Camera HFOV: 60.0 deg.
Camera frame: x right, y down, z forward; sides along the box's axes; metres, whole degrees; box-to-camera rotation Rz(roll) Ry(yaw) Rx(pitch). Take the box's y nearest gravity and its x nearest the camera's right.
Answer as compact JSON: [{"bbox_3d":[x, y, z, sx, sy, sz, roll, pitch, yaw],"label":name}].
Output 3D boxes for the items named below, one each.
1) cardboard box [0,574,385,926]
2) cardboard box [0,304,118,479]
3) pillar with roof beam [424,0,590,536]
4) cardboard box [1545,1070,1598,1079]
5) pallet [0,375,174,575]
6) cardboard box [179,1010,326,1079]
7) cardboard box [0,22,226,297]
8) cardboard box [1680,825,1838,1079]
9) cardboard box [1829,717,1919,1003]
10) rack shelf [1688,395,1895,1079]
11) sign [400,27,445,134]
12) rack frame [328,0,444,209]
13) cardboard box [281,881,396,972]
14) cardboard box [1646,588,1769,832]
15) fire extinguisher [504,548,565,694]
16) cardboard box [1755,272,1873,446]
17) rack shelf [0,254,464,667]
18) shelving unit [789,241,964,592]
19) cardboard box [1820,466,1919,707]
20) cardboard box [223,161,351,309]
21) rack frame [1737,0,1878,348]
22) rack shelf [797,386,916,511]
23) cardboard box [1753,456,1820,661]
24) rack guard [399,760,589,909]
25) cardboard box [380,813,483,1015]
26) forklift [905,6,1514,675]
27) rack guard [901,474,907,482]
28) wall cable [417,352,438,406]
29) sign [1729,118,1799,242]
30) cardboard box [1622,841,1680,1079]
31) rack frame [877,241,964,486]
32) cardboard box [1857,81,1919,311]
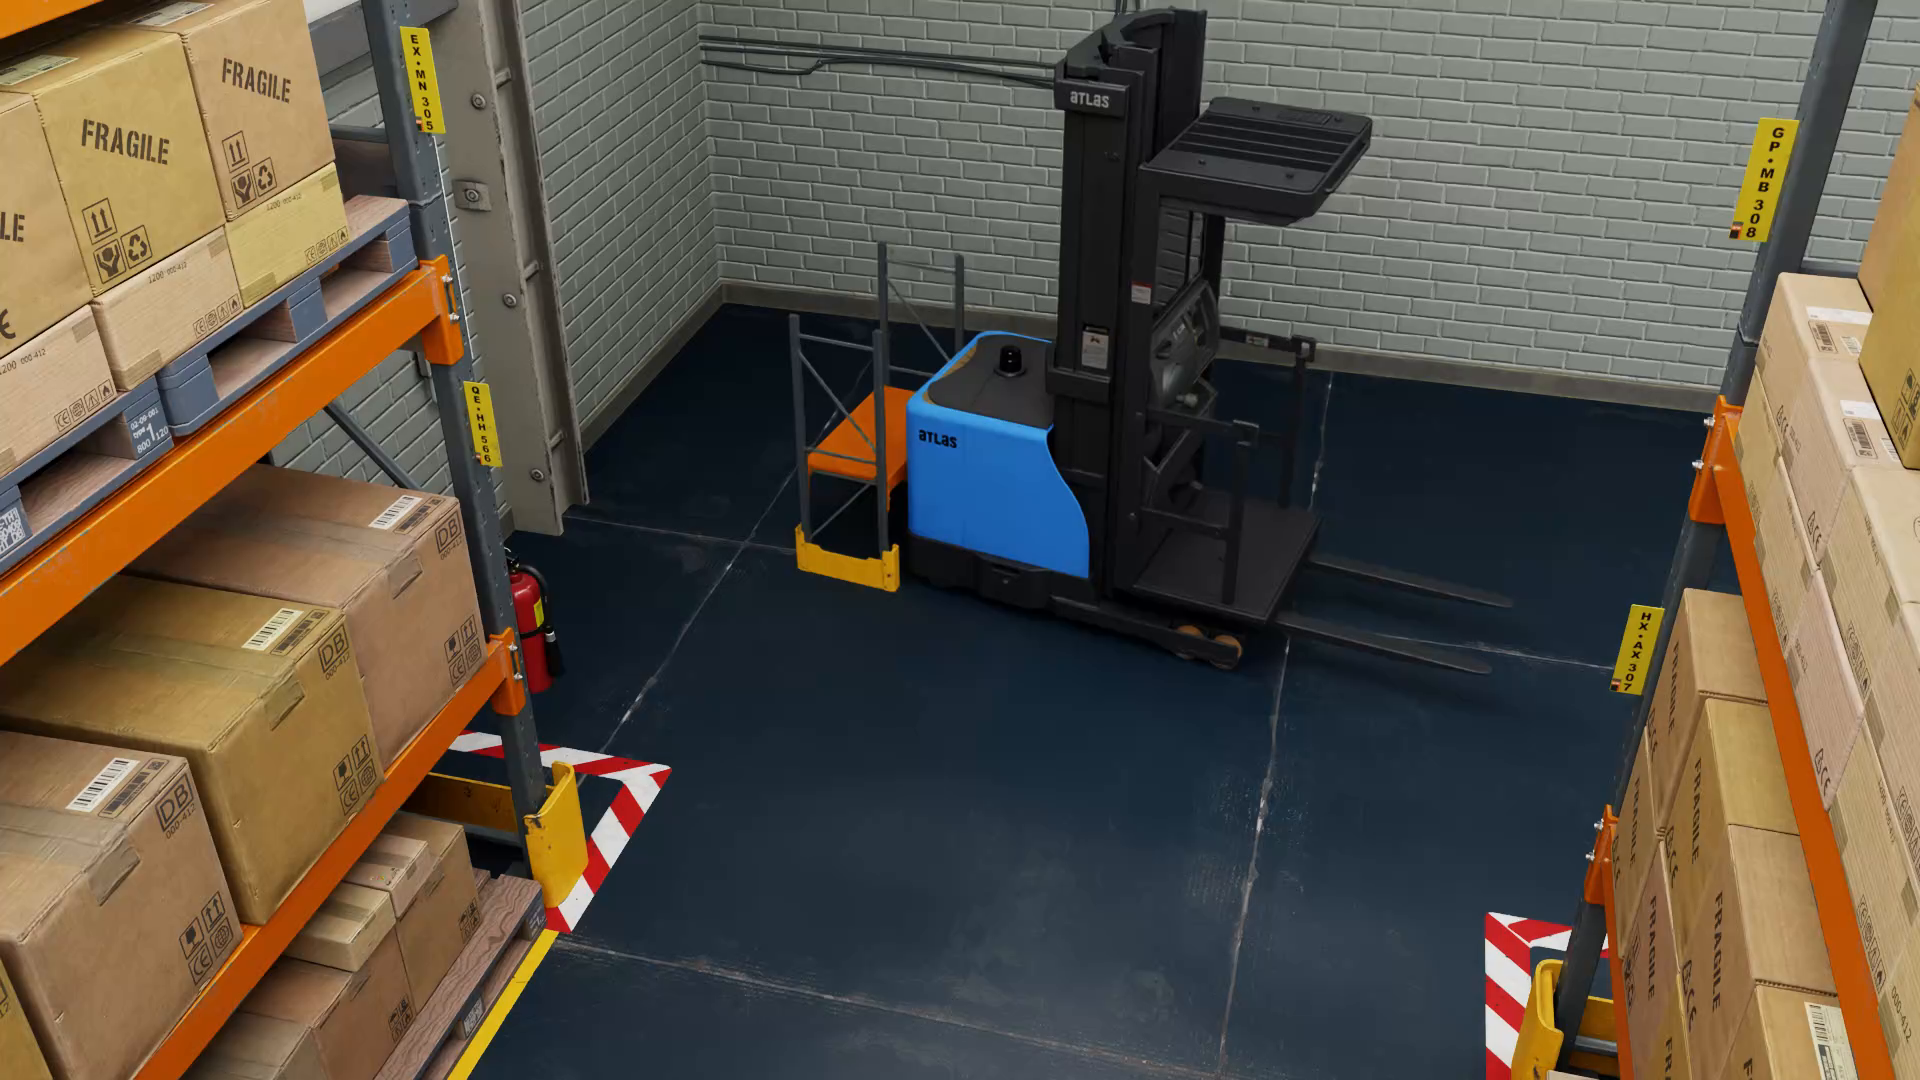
[{"bbox_3d":[-2.478,0.625,5.191,0.980,0.700,0.700,8,33,12],"label":"cardboard box"},{"bbox_3d":[-2.371,-0.358,3.877,0.500,0.250,0.500,7,33,11],"label":"cardboard box"},{"bbox_3d":[1.829,-3.358,6.144,9.100,9.000,0.400,8,33,12],"label":"pillar with roof beam"},{"bbox_3d":[2.170,1.967,5.607,0.380,0.149,0.250,8,33,12],"label":"cardboard box"},{"bbox_3d":[-2.670,-0.100,3.899,1.003,0.211,1.213,8,33,12],"label":"pallet"},{"bbox_3d":[-2.519,1.882,5.432,0.700,0.500,0.500,7,33,11],"label":"cardboard box"},{"bbox_3d":[-2.243,-0.957,4.119,0.500,0.500,0.500,9,34,14],"label":"cardboard box"},{"bbox_3d":[1.984,1.041,3.792,0.500,0.500,0.500,8,33,13],"label":"cardboard box"},{"bbox_3d":[1.847,0.586,2.876,0.500,0.250,0.500,8,33,12],"label":"cardboard box"},{"bbox_3d":[2.101,0.855,2.984,1.077,0.370,4.000,8,33,12],"label":"rack shelf"},{"bbox_3d":[-1.663,-1.418,5.138,0.100,0.325,0.005,8,33,12],"label":"sign"},{"bbox_3d":[-2.184,-2.425,4.677,1.000,3.000,0.127,8,33,12],"label":"rack frame"},{"bbox_3d":[-2.185,1.312,5.725,0.380,0.149,0.250,9,34,14],"label":"cardboard box"},{"bbox_3d":[2.241,0.509,4.628,0.500,0.500,0.500,9,34,14],"label":"cardboard box"},{"bbox_3d":[-1.699,0.281,6.431,0.296,0.674,0.183,8,33,12],"label":"fire extinguisher"},{"bbox_3d":[2.226,-0.403,3.966,0.500,0.250,0.500,8,33,12],"label":"cardboard box"},{"bbox_3d":[-2.692,0.182,4.042,1.077,0.370,4.000,8,33,12],"label":"rack shelf"},{"bbox_3d":[-0.407,-0.682,8.925,0.587,1.500,1.083,13,35,19],"label":"shelving unit"},{"bbox_3d":[1.972,0.116,3.150,0.500,0.250,0.500,8,33,12],"label":"cardboard box"},{"bbox_3d":[-2.113,-0.899,4.728,0.500,0.250,0.500,9,34,14],"label":"cardboard box"},{"bbox_3d":[2.608,-1.753,3.619,1.000,3.000,0.127,8,33,12],"label":"rack frame"},{"bbox_3d":[-0.411,-0.526,9.014,0.538,0.185,1.000,13,35,19],"label":"rack shelf"},{"bbox_3d":[2.093,0.066,3.694,0.500,0.250,0.500,8,33,12],"label":"cardboard box"},{"bbox_3d":[-2.178,1.149,6.977,1.175,0.500,0.348,8,33,12],"label":"rack guard"},{"bbox_3d":[-2.265,1.361,6.252,0.700,0.500,0.500,8,33,12],"label":"cardboard box"},{"bbox_3d":[1.269,-0.924,7.971,3.031,2.935,1.130,14,35,21],"label":"forklift"},{"bbox_3d":[-0.213,-0.401,9.647,0.587,0.250,0.087,13,35,19],"label":"rack guard"},{"bbox_3d":[-2.774,-1.115,7.262,0.084,1.984,1.851,8,33,12],"label":"wall cable"},{"bbox_3d":[2.084,-0.929,4.305,0.100,0.325,0.005,8,33,12],"label":"sign"},{"bbox_3d":[2.115,1.200,4.474,0.500,0.500,0.500,8,33,12],"label":"cardboard box"},{"bbox_3d":[-0.212,-0.929,9.313,0.500,1.500,0.032,13,35,19],"label":"rack frame"},{"bbox_3d":[2.494,-0.682,3.706,0.700,0.500,0.500,8,33,12],"label":"cardboard box"}]
